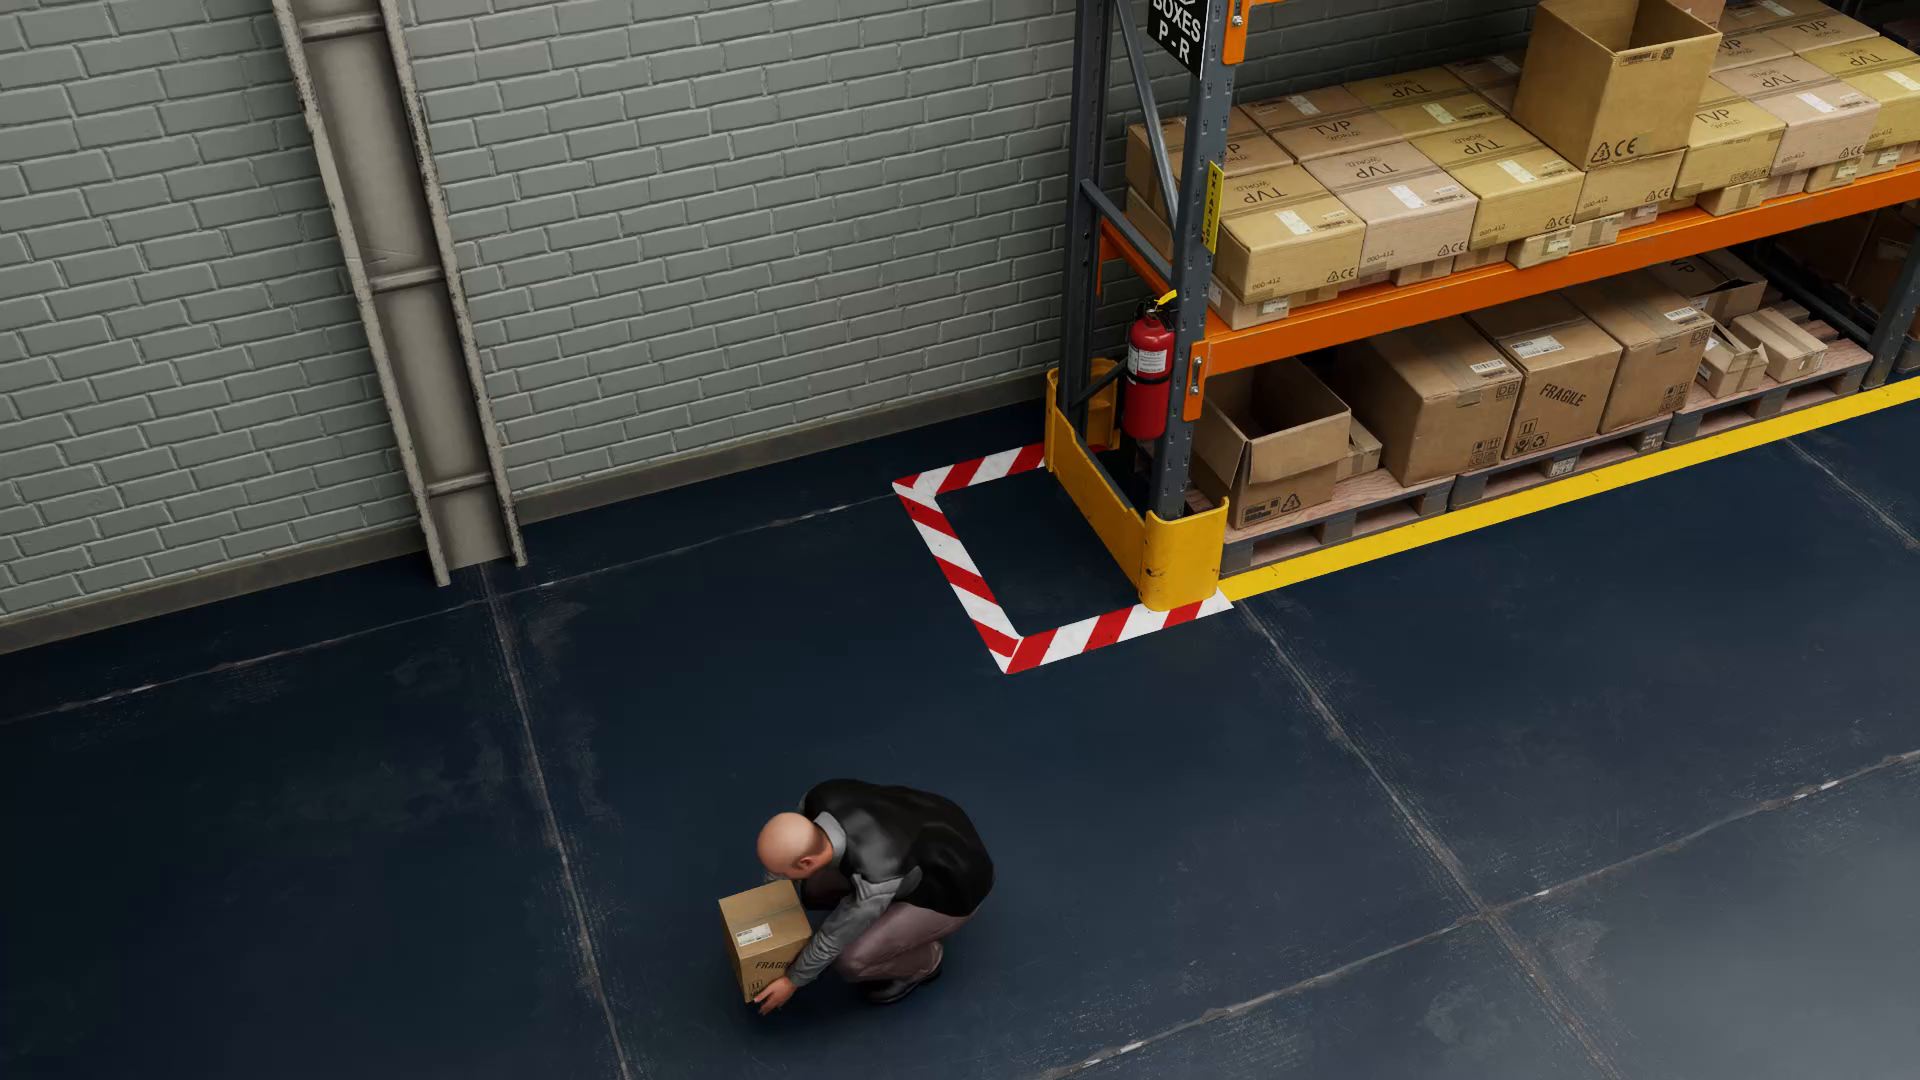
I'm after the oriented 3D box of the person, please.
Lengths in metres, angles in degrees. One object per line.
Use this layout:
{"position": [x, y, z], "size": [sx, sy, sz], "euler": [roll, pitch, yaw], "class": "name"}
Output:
{"position": [-0.320, 1.127, 5.482], "size": [0.876, 0.969, 0.524], "euler": [-16, 44, -17], "class": "person"}
